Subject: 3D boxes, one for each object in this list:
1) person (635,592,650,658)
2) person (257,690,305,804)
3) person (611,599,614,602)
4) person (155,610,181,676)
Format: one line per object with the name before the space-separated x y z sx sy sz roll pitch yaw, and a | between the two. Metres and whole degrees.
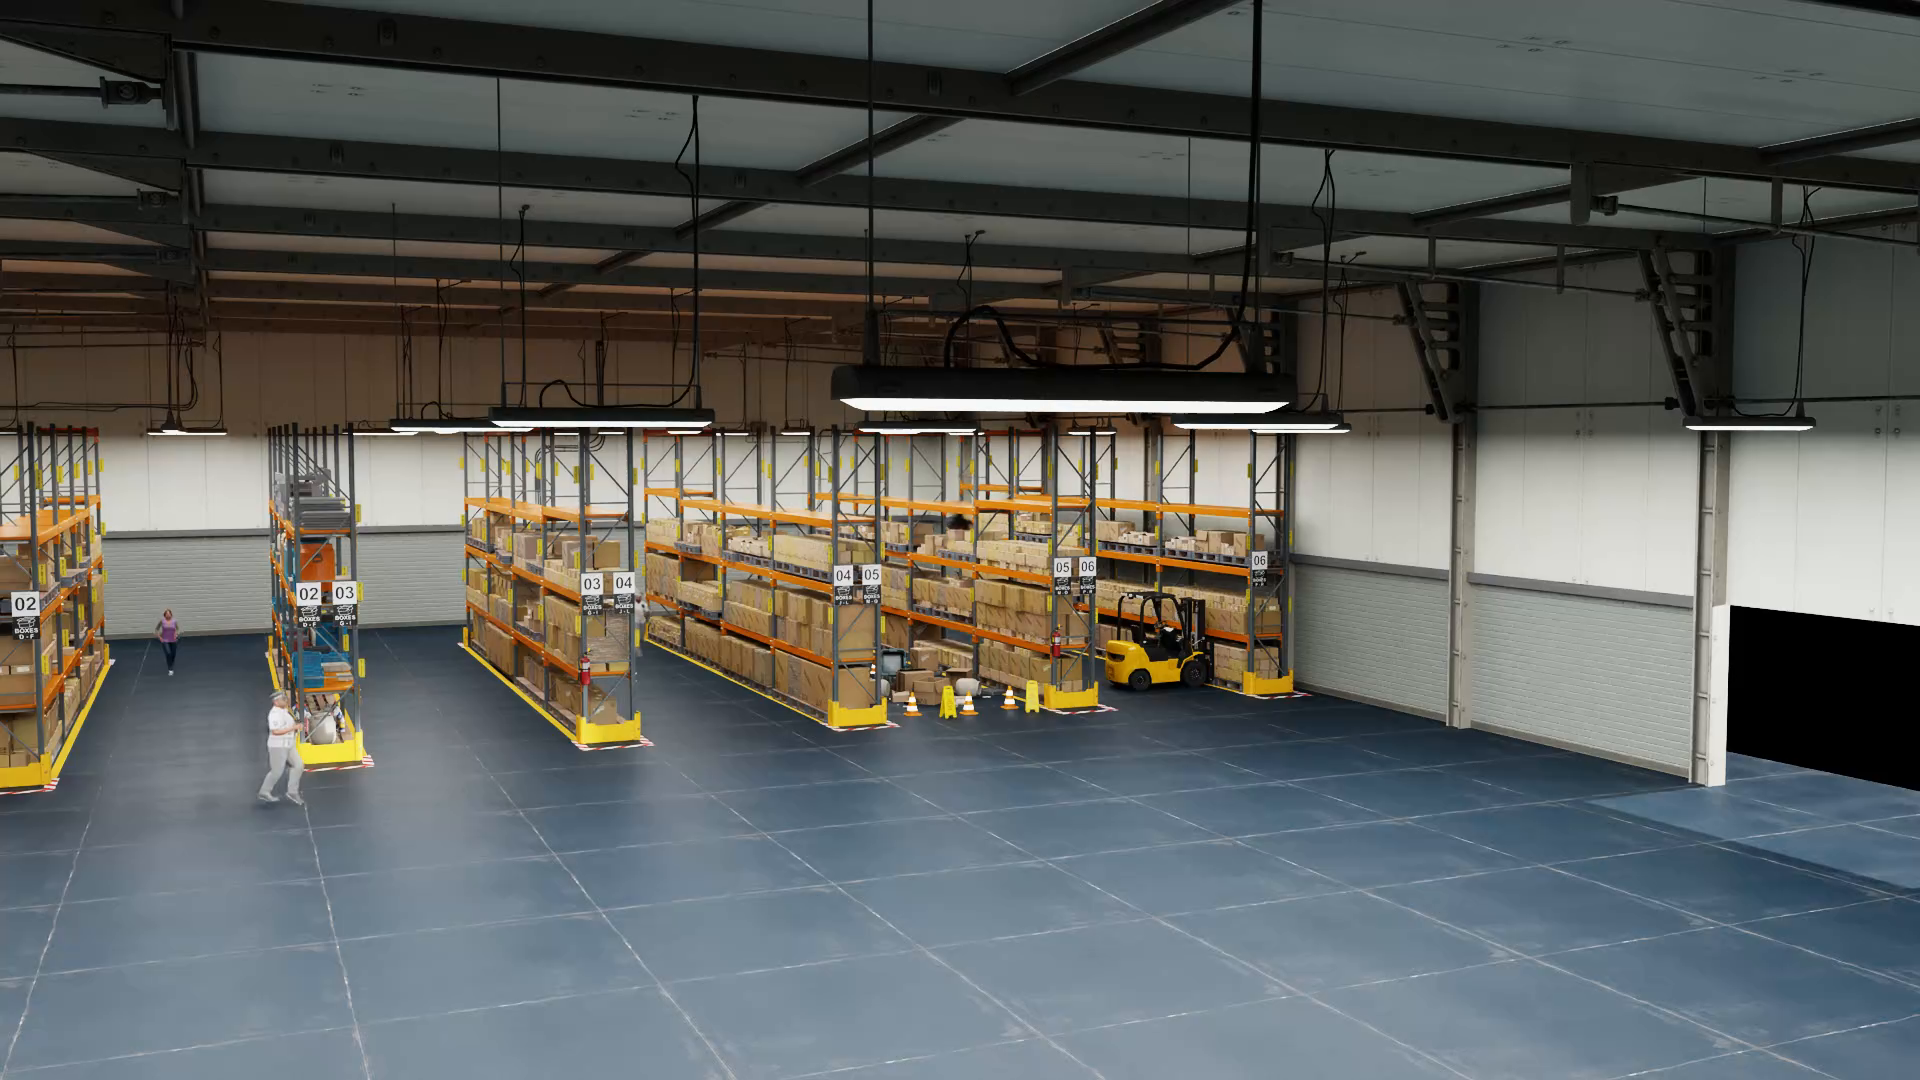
person | -8.435 2.210 43.803 0.570 1.708 0.818 -1 4 -21
person | -10.582 3.257 25.956 0.748 1.845 0.640 0 3 1
person | -9.273 2.159 45.019 0.604 1.660 0.757 -1 4 -17
person | -19.237 2.474 40.405 0.563 1.580 0.742 -2 4 -34
